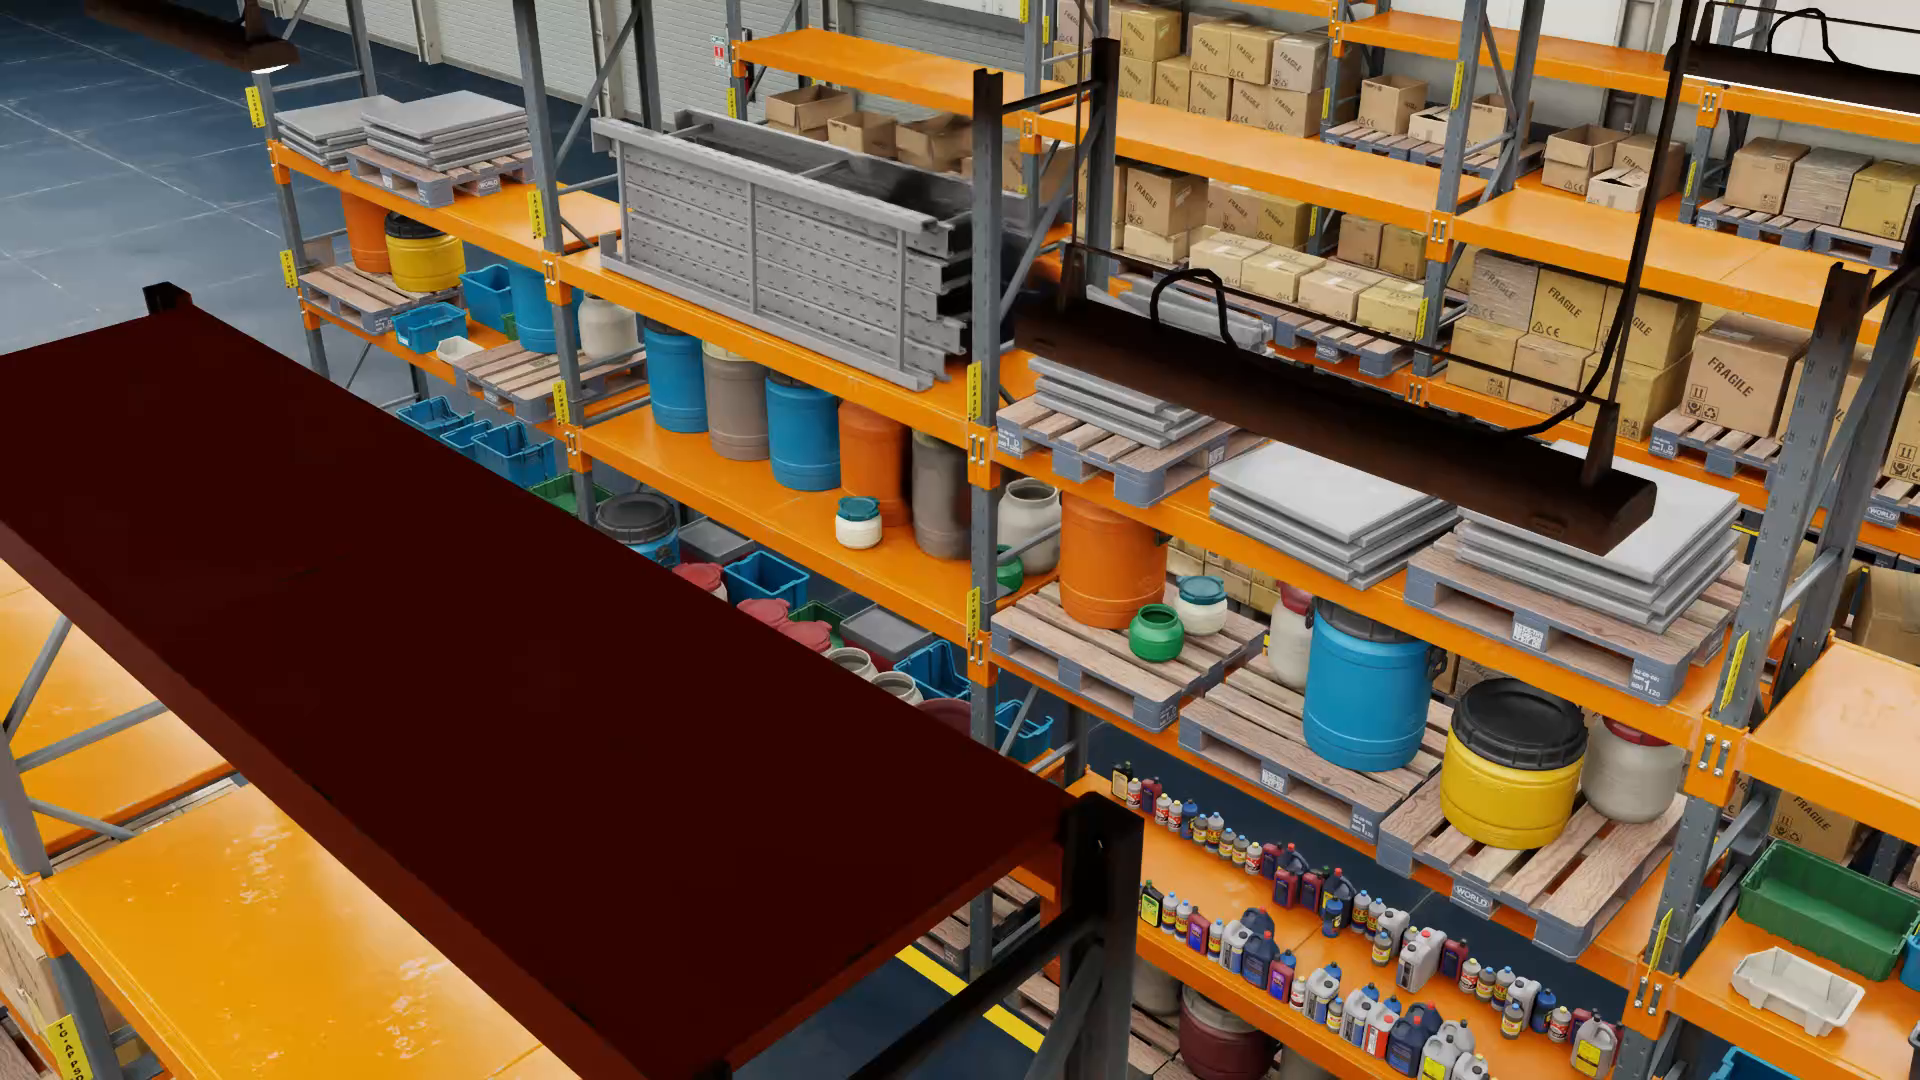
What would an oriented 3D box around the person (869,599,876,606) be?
[{"bbox_3d":[-0.529,0.047,13.781,0.923,1.780,0.711,20,35,32],"label":"person"}]
